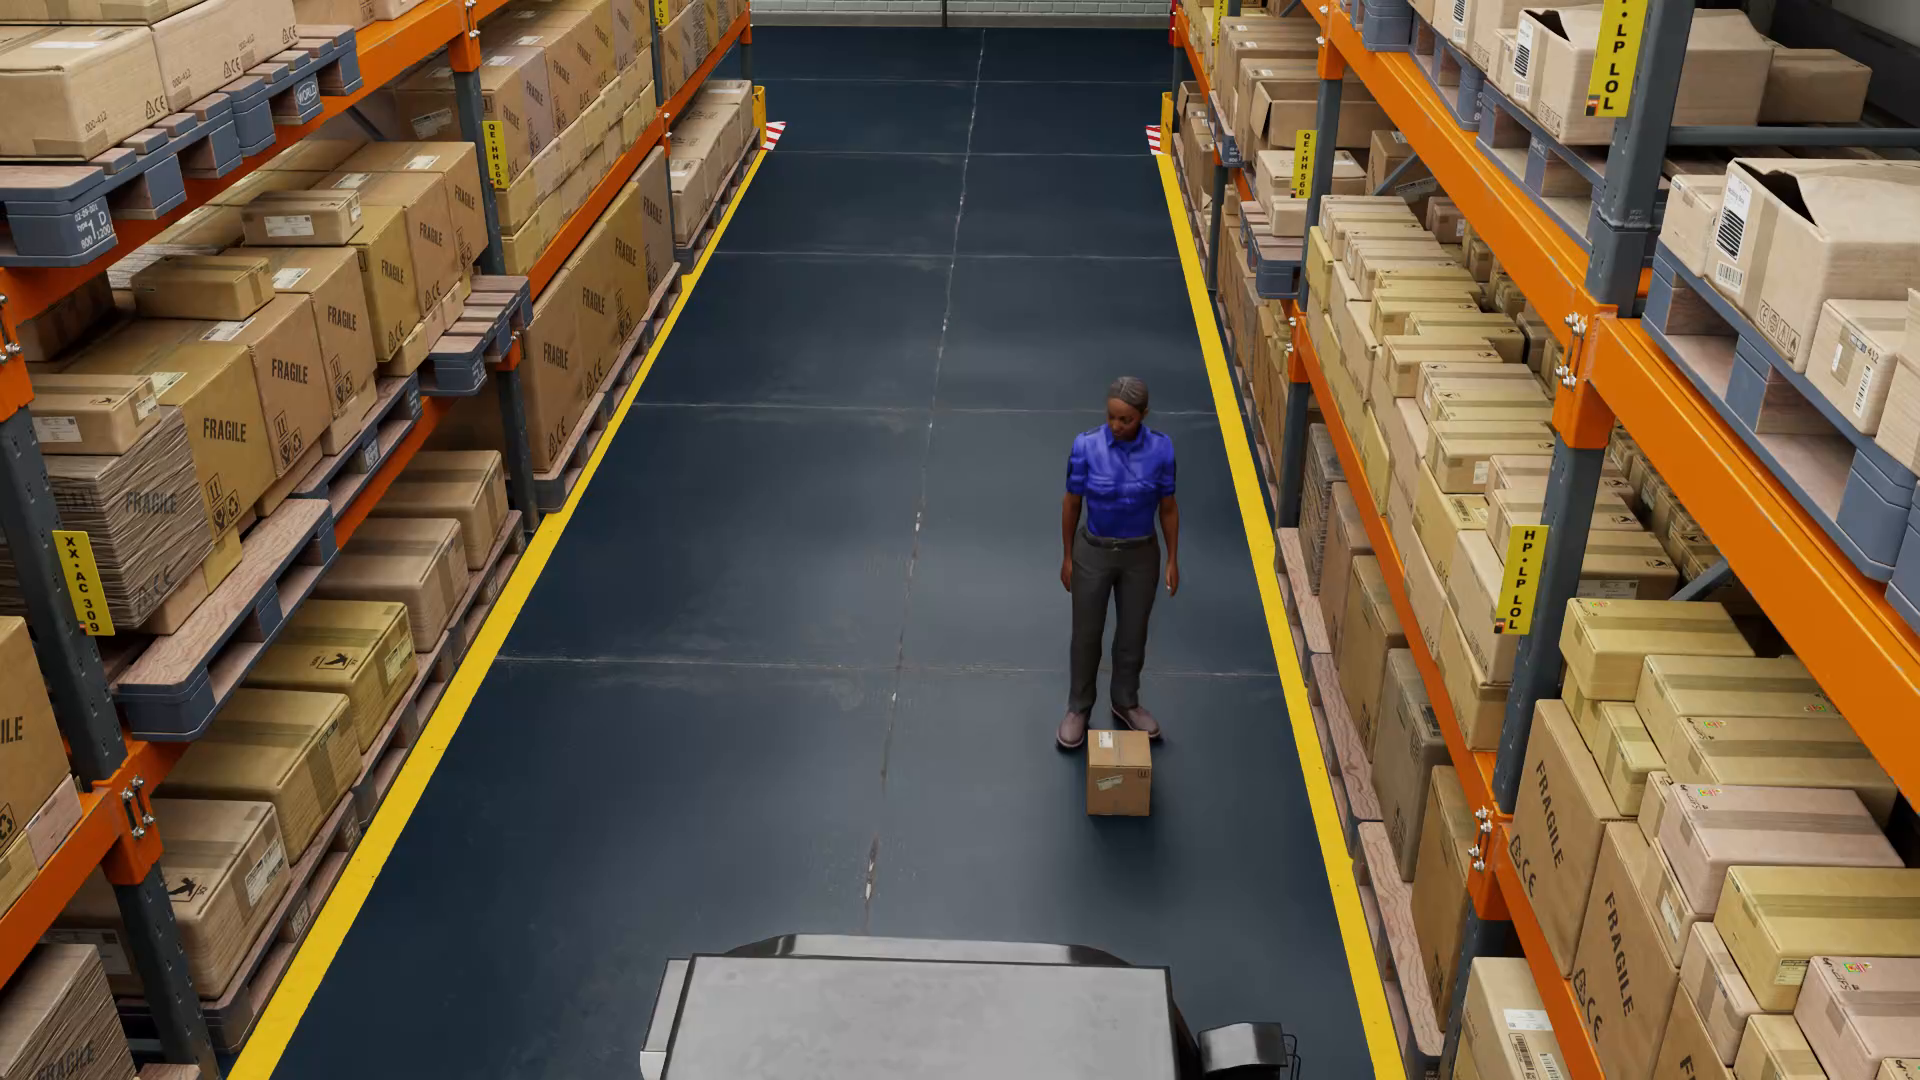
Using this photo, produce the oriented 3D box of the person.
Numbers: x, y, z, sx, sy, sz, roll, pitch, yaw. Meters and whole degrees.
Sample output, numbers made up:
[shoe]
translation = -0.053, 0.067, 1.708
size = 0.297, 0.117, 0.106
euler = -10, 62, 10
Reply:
[person]
translation = 0.663, 0.097, 6.919
size = 0.449, 1.664, 0.331
euler = 1, 28, 2
